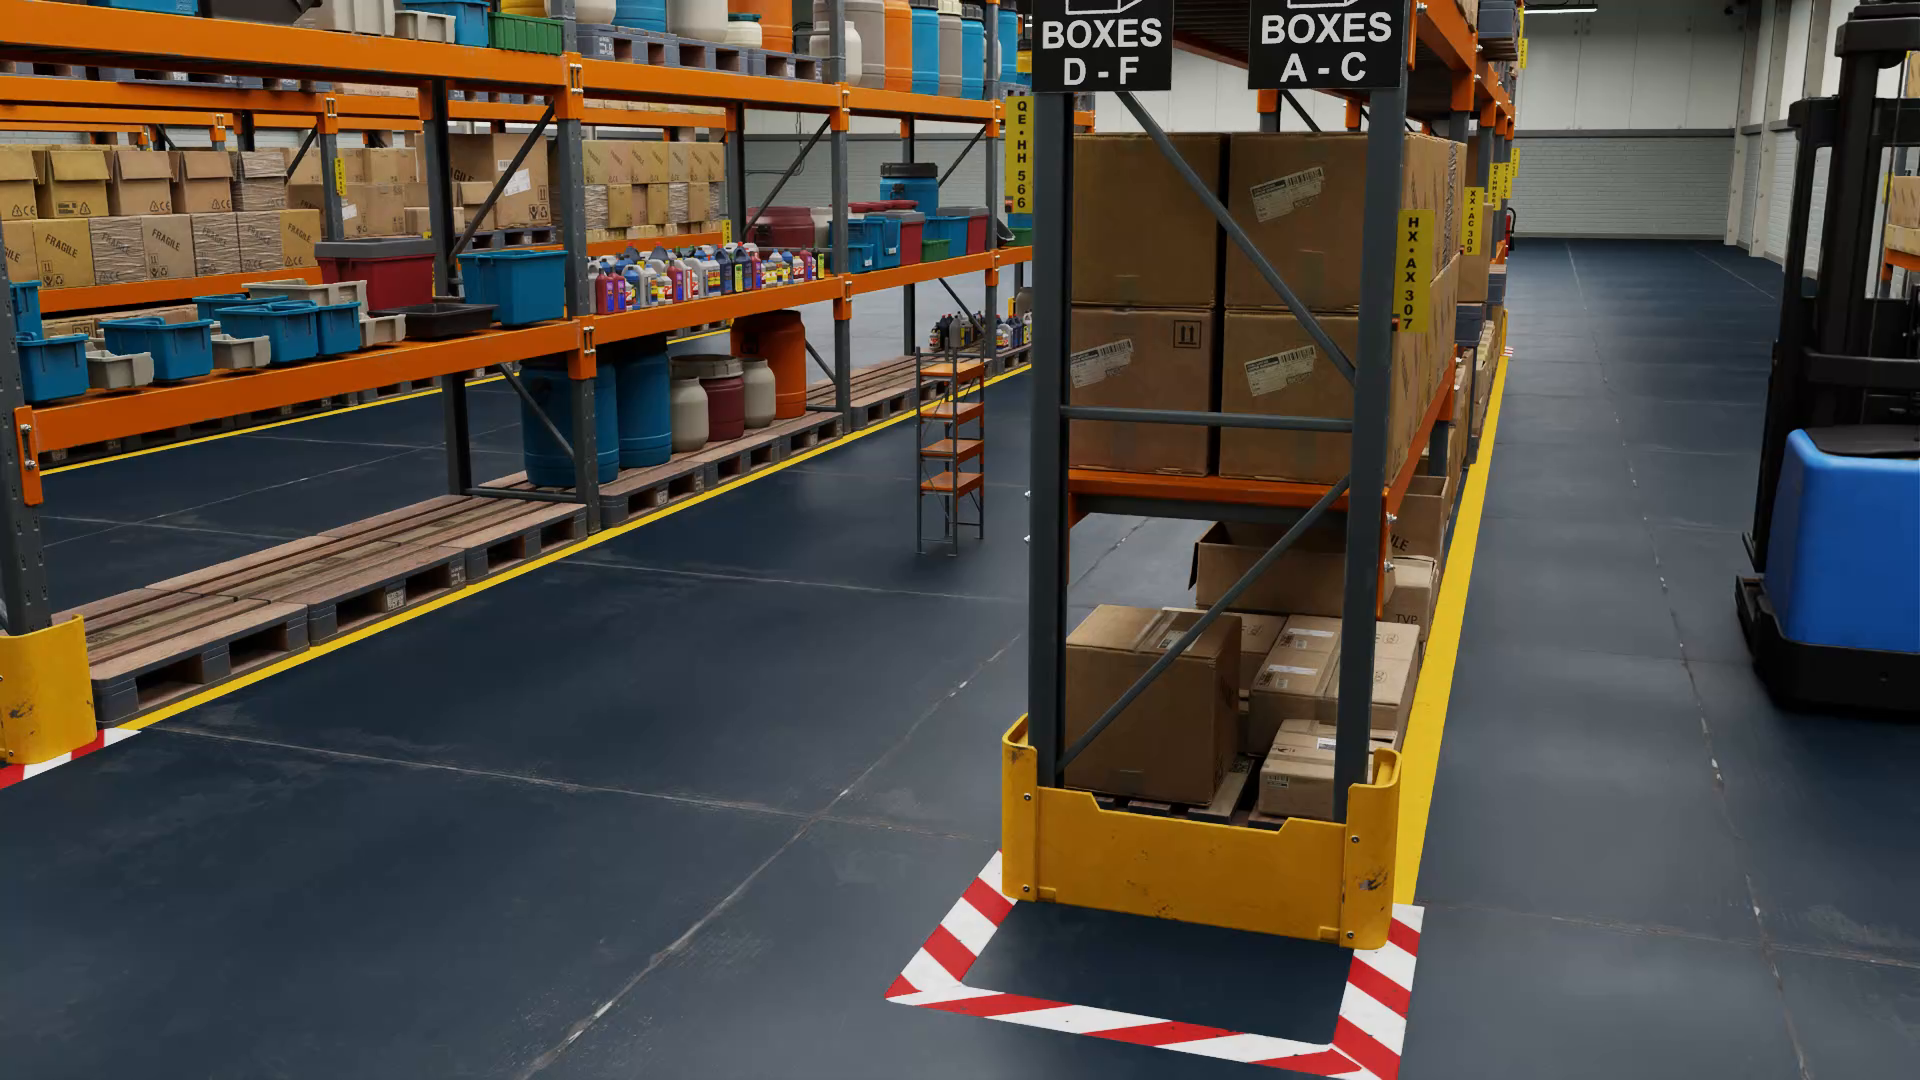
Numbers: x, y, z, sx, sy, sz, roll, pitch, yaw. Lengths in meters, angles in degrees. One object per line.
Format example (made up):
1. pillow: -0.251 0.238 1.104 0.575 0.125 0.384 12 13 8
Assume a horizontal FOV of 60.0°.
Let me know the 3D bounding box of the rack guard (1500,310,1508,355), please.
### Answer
1. rack guard: 5.881 -2.492 19.781 1.175 0.500 0.348 4 14 18

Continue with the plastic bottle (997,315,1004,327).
1. plastic bottle: 0.411 -2.294 18.262 0.144 0.351 0.185 4 14 18

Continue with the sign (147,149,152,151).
1. sign: -12.357 -5.807 25.378 0.100 0.325 0.005 4 14 18

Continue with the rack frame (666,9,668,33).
1. rack frame: -3.499 -7.344 21.942 1.000 3.000 0.127 4 14 18

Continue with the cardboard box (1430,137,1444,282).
1. cardboard box: 1.418 -1.163 5.870 0.500 0.500 0.500 5 14 19

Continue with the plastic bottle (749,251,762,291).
1. plastic bottle: -1.498 -1.965 12.118 0.061 0.283 0.133 4 14 18

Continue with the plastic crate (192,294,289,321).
1. plastic crate: -3.568 -1.092 8.274 0.416 0.233 0.300 4 14 18

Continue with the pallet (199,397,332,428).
1. pallet: -6.414 -1.215 14.836 1.003 0.211 1.213 4 14 18

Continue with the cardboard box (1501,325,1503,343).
1. cardboard box: 5.829 -2.329 18.687 0.500 0.250 0.500 4 14 18

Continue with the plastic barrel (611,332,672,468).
1. plastic barrel: -2.274 -0.980 11.314 0.600 0.901 0.708 4 14 18

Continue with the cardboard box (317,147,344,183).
1. cardboard box: -8.765 -4.970 22.260 0.875 0.550 0.500 4 14 18

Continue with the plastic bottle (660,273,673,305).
1. plastic bottle: -1.940 -1.650 10.922 0.097 0.201 0.097 0 13 0

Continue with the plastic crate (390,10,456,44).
1. plastic crate: -2.747 -2.575 8.379 0.293 0.136 0.466 4 14 18

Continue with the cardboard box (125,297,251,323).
1. cardboard box: -6.626 -1.573 13.969 1.225 0.875 0.875 4 14 19

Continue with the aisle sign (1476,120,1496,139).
1. aisle sign: 6.172 -4.965 19.160 0.394 0.787 0.004 4 14 18

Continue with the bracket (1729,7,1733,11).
1. bracket: 21.234 -14.624 45.746 0.076 0.066 3.189 4 14 18

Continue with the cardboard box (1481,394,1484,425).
1. cardboard box: 3.894 -1.080 13.215 0.500 0.250 0.500 4 13 17

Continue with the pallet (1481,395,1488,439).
1. pallet: 3.984 -1.088 14.280 1.003 0.211 1.213 4 14 18

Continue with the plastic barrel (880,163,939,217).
1. plastic barrel: -0.518 -3.405 17.040 0.600 0.901 0.708 4 14 18

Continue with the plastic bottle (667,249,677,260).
1. plastic bottle: -2.178 -2.051 12.523 0.097 0.271 0.097 0 13 0

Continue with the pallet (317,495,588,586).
1. pallet: -2.896 -0.019 9.597 1.003 0.211 1.213 4 14 18

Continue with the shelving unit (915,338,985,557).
1. shelving unit: -0.054 -0.550 9.702 0.258 1.200 0.503 4 14 18

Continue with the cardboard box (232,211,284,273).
1. cardboard box: -6.180 -2.557 14.227 0.500 0.500 0.500 4 14 18

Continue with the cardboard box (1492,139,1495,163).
1. cardboard box: 5.365 -4.061 17.898 0.700 0.500 0.500 4 14 19

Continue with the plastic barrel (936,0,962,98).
1. plastic barrel: -0.278 -4.667 15.826 0.600 0.901 0.600 0 13 0

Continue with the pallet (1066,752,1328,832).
1. pallet: 0.978 0.839 5.837 1.003 0.211 1.213 4 14 18

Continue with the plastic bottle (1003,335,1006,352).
1. plastic bottle: 0.444 -2.128 17.869 0.097 0.201 0.097 0 13 0

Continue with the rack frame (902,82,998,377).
1. rack frame: -0.107 -3.221 17.357 1.000 3.000 0.127 4 14 18

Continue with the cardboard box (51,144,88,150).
1. cardboard box: -13.073 -5.470 24.072 0.700 0.500 0.500 4 14 18

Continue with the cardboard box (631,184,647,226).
1. cardboard box: -4.328 -4.076 20.214 0.875 0.500 0.500 4 14 18

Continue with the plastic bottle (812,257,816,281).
1. plastic bottle: -1.183 -2.143 13.081 0.097 0.201 0.097 0 13 0

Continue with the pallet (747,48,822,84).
1. pallet: -1.741 -3.595 12.680 1.003 0.211 1.213 4 14 18

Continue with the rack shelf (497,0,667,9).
1. rack shelf: -4.146 -6.571 20.177 1.077 0.370 4.000 4 14 18

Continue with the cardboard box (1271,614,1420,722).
1. cardboard box: 1.464 0.485 6.313 0.500 0.250 0.500 4 14 18

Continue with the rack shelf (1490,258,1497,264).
1. rack shelf: 3.932 -2.091 14.026 1.077 0.370 4.000 4 14 18

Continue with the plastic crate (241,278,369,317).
1. plastic crate: -3.364 -1.199 8.633 0.437 0.282 0.530 4 14 18

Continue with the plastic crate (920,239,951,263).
1. plastic crate: -0.403 -2.730 15.685 0.450 0.188 0.662 4 14 18

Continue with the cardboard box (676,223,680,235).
1. cardboard box: -3.785 -3.958 21.151 0.380 0.149 0.250 4 14 18

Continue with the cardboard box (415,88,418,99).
1. cardboard box: -5.371 -4.422 16.216 0.500 0.250 0.500 5 14 20

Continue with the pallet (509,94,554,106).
1. pallet: -5.094 -4.826 18.071 1.213 0.211 1.003 4 14 18

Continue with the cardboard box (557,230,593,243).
1. cardboard box: -4.439 -3.478 19.051 0.380 0.149 0.250 4 14 18

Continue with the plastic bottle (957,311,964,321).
1. plastic bottle: -0.005 -2.408 18.763 0.144 0.351 0.185 4 14 18

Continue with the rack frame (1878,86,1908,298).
1. rack frame: 10.562 -3.349 17.922 1.000 3.000 0.127 4 14 18

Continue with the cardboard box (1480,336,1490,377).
1. cardboard box: 4.227 -1.574 14.120 0.500 0.311 0.500 4 14 18

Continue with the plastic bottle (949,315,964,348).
1. plastic bottle: -0.035 -2.290 18.242 0.144 0.351 0.185 4 14 18

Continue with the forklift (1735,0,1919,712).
1. forklift: 4.378 -0.984 7.711 1.130 2.935 3.031 5 14 20

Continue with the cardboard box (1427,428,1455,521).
1. cardboard box: 2.540 -0.372 9.505 0.500 0.500 0.500 5 14 19

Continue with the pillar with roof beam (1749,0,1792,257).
1. pillar with roof beam: 14.845 -11.428 39.833 9.100 9.000 0.548 4 14 18

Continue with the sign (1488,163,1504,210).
1. sign: 3.801 -2.510 11.819 0.100 0.325 0.005 4 14 18

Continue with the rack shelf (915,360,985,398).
1. rack shelf: -0.054 -0.933 9.614 0.258 0.148 0.480 4 14 18

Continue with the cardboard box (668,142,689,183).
1. cardboard box: -3.764 -4.756 20.945 0.500 0.500 0.500 4 14 18

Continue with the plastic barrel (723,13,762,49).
1. plastic barrel: -1.609 -3.742 12.267 0.301 0.262 0.301 0 13 0

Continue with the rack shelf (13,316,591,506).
1. rack shelf: -3.342 -0.764 8.212 1.077 0.370 4.000 4 14 18

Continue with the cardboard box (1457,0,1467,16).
1. cardboard box: 1.759 -2.236 6.640 0.500 0.250 0.500 4 14 18

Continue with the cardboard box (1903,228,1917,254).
1. cardboard box: 9.778 -2.989 16.635 0.500 0.250 0.500 4 13 18

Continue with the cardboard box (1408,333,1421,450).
1. cardboard box: 1.251 -0.569 5.514 0.500 0.500 0.500 4 14 18
